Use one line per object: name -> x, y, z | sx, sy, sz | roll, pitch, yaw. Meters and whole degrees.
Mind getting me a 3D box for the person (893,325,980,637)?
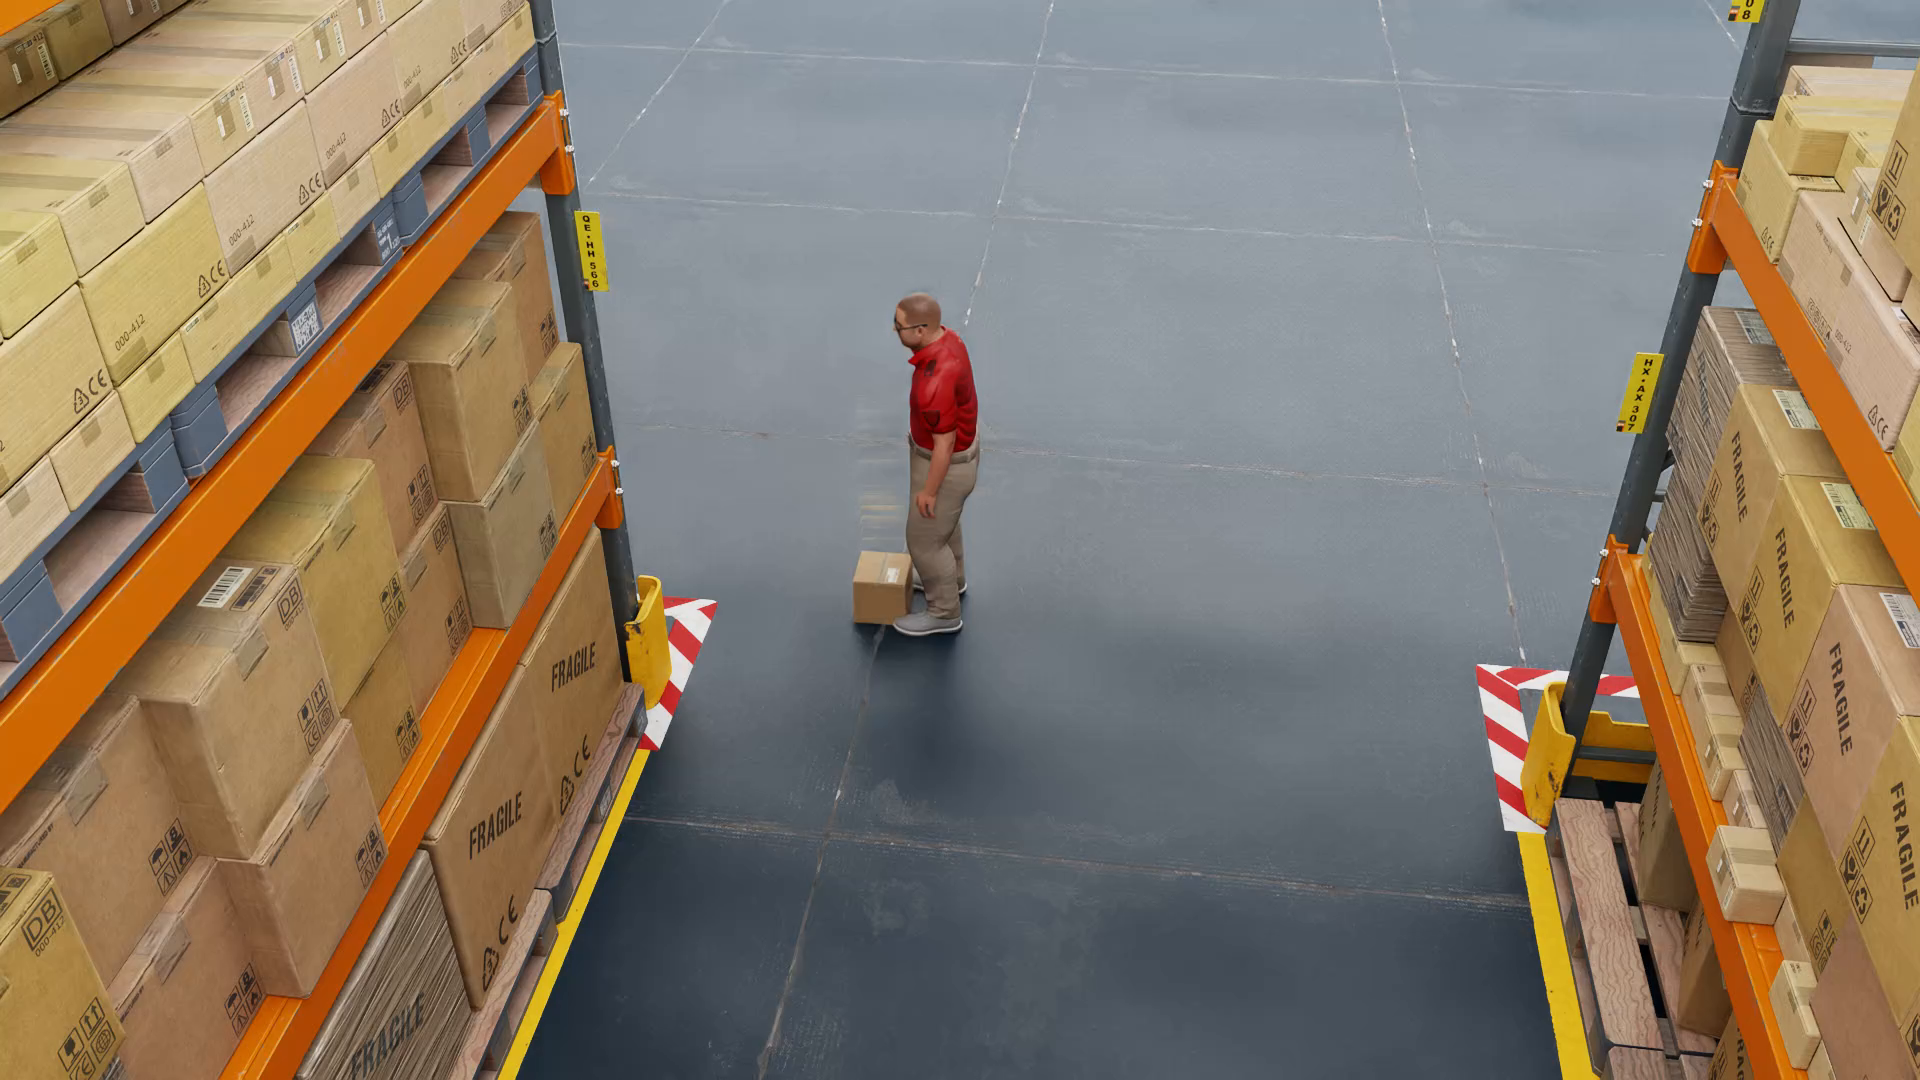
person -> -0.111, -0.283, 7.592 | 0.392, 1.551, 0.579 | 3, 36, 4
